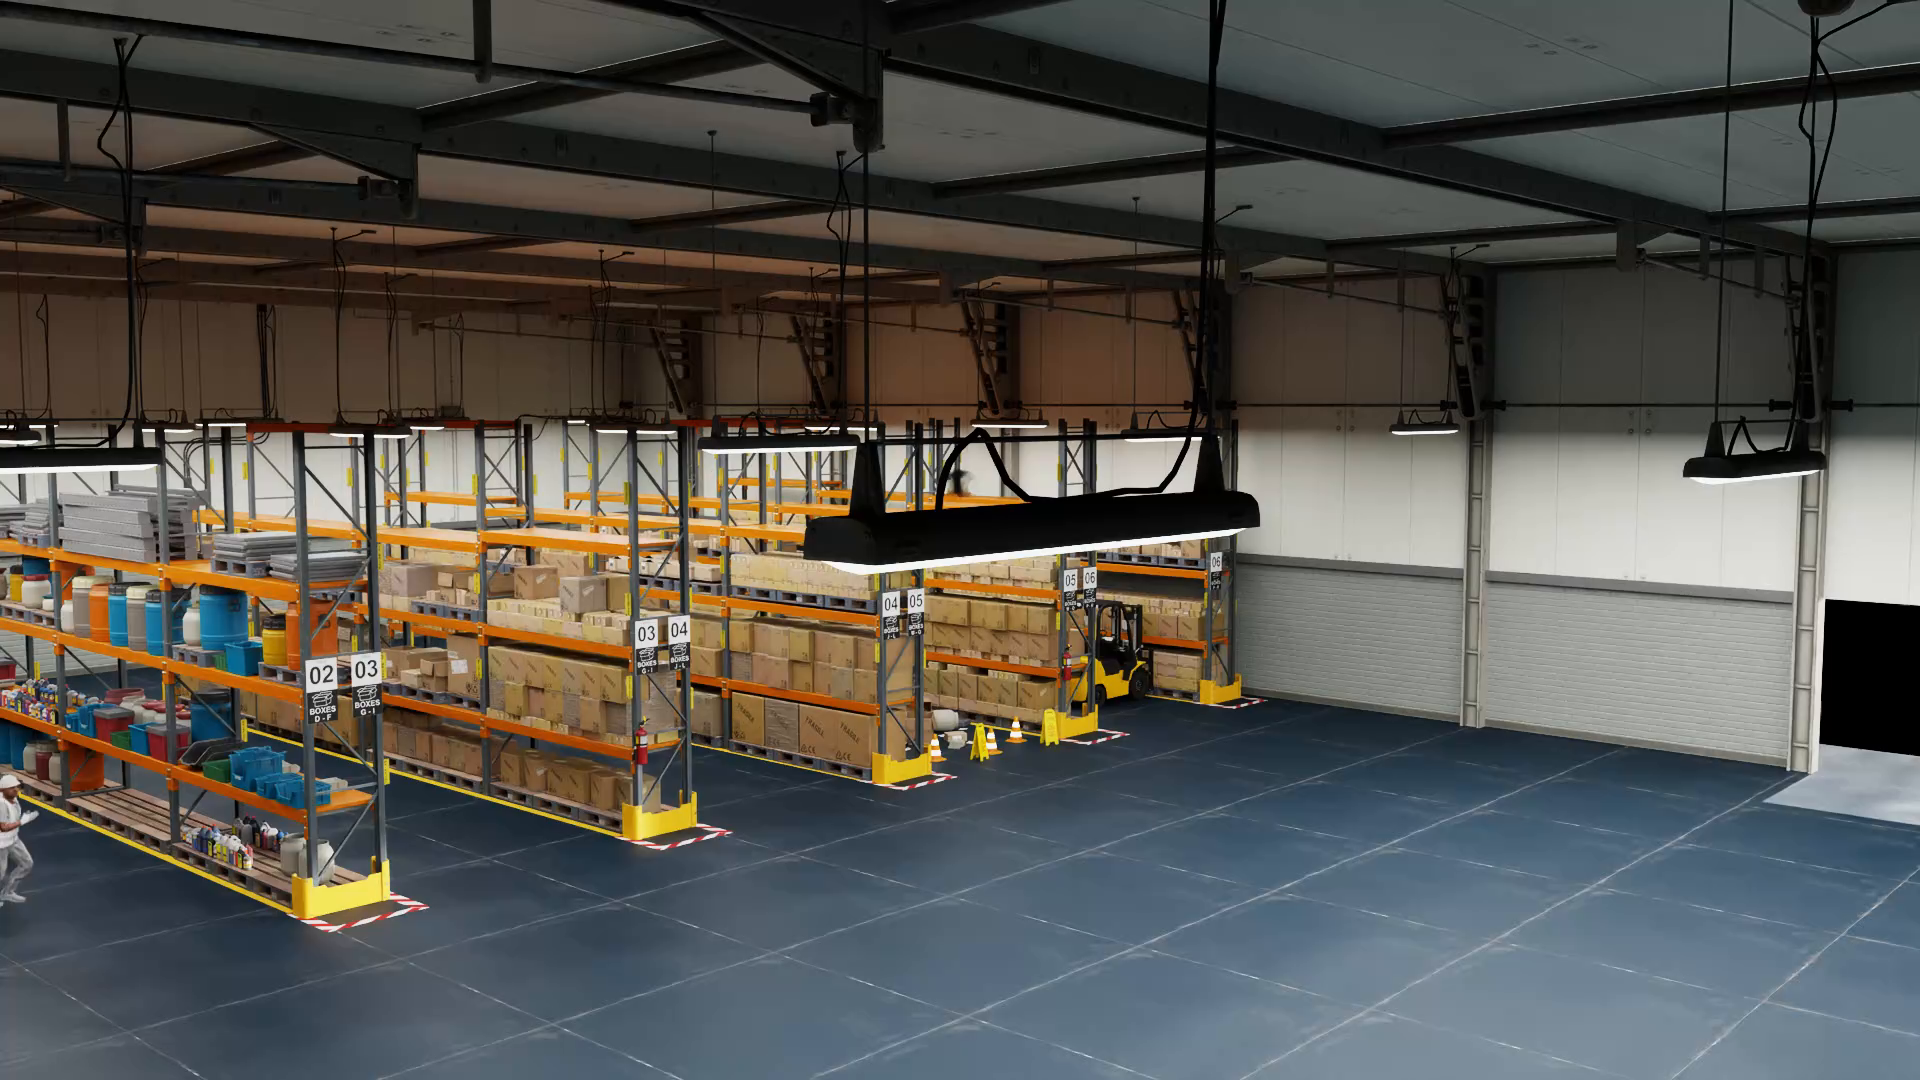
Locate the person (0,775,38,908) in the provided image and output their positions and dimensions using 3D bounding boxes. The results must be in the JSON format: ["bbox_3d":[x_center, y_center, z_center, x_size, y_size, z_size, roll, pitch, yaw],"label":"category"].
[{"bbox_3d":[-11.891,3.780,20.701,0.876,1.737,0.640,0,5,-3],"label":"person"}]
